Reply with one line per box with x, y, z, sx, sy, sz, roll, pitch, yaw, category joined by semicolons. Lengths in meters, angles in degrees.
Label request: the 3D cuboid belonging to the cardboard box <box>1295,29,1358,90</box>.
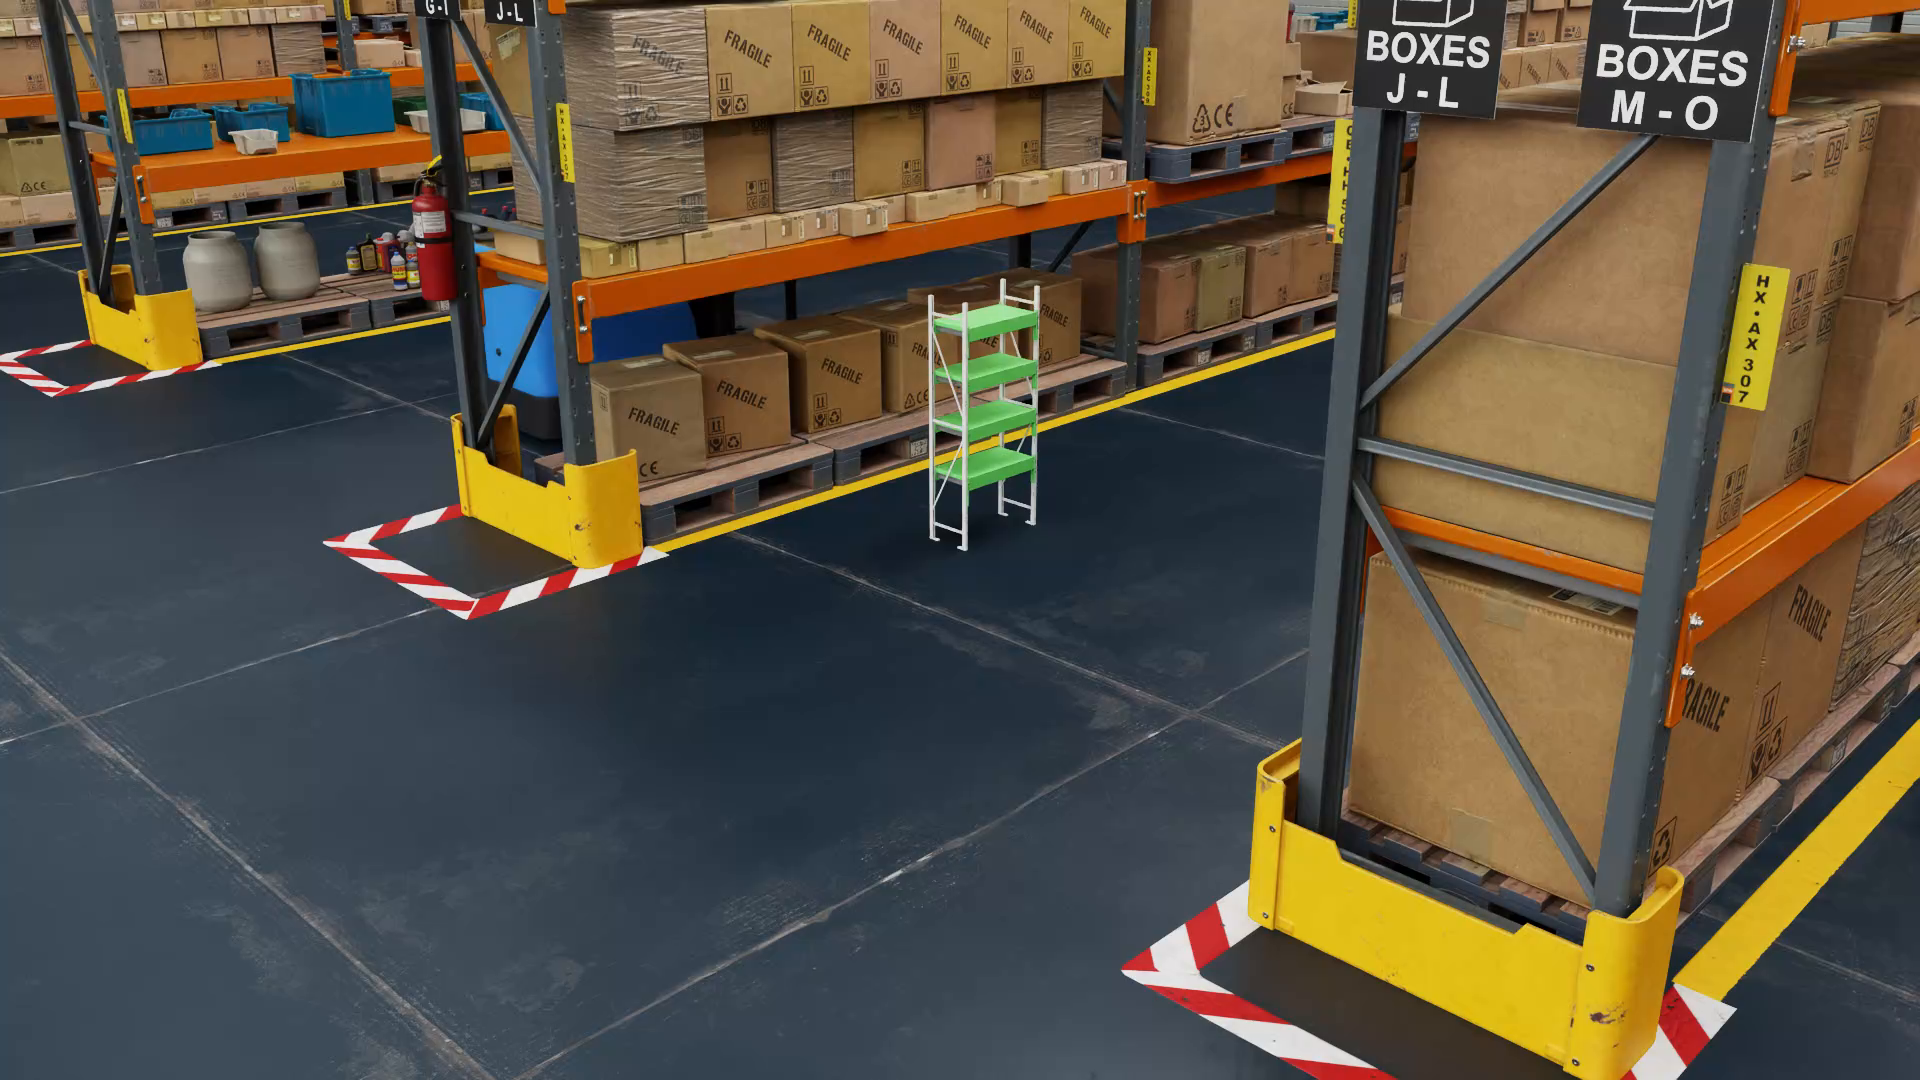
2.841;-3.408;12.035;0.500;0.500;0.700;-15;26;-34;cardboard box

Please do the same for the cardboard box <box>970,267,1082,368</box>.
0.408;-1.391;10.411;0.500;0.500;0.500;18;28;39;cardboard box

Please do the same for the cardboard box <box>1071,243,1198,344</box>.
1.160;-1.645;11.045;0.700;0.500;0.500;17;27;37;cardboard box

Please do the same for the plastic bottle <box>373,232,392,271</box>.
-4.460;-2.240;12.903;0.152;0.276;0.135;20;28;41;plastic bottle

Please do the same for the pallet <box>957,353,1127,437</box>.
0.273;-0.971;10.307;1.003;0.211;1.213;19;28;41;pallet

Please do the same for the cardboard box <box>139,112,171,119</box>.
-7.624;-3.899;16.241;0.500;0.500;0.500;19;28;41;cardboard box

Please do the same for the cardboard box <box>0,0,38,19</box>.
-8.435;-4.826;14.501;0.700;0.500;0.500;18;28;39;cardboard box

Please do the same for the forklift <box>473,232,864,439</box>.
-1.578;-2.360;10.130;3.031;2.935;1.130;-19;28;-40;forklift

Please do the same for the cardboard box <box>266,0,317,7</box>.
-6.684;-5.471;16.181;0.700;0.500;0.500;19;28;41;cardboard box

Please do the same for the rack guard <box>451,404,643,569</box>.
-2.021;-0.279;8.103;1.175;0.500;0.348;19;28;41;rack guard

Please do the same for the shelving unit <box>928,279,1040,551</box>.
0.115;-0.603;7.970;0.258;1.200;0.503;19;28;41;shelving unit

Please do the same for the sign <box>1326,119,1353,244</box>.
1.030;-0.949;4.419;0.100;0.325;0.005;19;28;41;sign

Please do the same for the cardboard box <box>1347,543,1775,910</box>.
1.835;0.446;5.109;0.875;0.875;0.875;19;28;41;cardboard box

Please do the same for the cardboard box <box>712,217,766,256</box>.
-1.172;-1.512;8.177;0.380;0.149;0.250;19;28;41;cardboard box

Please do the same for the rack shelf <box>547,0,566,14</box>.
-0.679;-3.005;8.533;1.077;0.370;4.000;19;28;41;rack shelf

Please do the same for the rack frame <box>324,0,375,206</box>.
-6.379;-4.935;16.732;1.000;3.000;0.127;19;28;41;rack frame

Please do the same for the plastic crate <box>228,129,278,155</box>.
-4.768;-2.692;11.266;0.298;0.136;0.250;19;28;41;plastic crate

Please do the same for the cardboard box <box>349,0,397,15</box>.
-7.832;-7.180;21.822;0.700;0.500;0.500;16;26;36;cardboard box

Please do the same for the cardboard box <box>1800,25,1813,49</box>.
8.585;-5.287;17.442;0.500;0.250;0.500;19;28;40;cardboard box

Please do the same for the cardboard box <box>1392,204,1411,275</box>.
3.054;-2.344;12.863;0.700;0.500;0.500;17;27;38;cardboard box

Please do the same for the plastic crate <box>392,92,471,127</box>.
-3.982;-3.317;12.818;0.450;0.188;0.662;19;28;41;plastic crate

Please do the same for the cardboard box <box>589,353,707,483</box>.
-1.627;-0.612;8.384;0.500;0.500;0.500;-14;25;-32;cardboard box

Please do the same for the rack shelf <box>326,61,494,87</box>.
-4.984;-5.113;18.199;1.077;0.370;4.000;19;28;41;rack shelf

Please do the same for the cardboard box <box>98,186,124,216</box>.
-7.941;-3.159;15.360;0.500;0.250;0.500;19;28;41;cardboard box

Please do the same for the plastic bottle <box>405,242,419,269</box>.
-4.261;-2.214;12.941;0.097;0.201;0.097;0;21;0;plastic bottle

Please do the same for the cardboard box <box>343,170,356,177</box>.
-6.297;-4.026;17.616;0.500;0.250;0.500;19;28;40;cardboard box

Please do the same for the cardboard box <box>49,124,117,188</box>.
-7.949;-3.512;15.233;0.500;0.500;0.500;19;28;41;cardboard box

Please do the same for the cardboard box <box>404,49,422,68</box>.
-5.614;-4.994;17.237;0.380;0.149;0.250;19;28;41;cardboard box

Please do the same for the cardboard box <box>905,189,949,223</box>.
-0.280;-1.826;8.996;0.380;0.149;0.250;19;28;41;cardboard box

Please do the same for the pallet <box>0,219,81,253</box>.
-8.666;-2.812;15.096;1.003;0.211;1.213;19;28;41;pallet

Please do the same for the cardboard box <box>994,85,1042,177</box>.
-0.016;-2.420;9.636;0.875;0.500;0.500;19;28;41;cardboard box

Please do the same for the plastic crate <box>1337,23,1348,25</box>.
4.887;-6.358;20.719;0.396;0.136;0.243;19;28;41;plastic crate

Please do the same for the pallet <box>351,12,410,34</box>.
-7.561;-6.902;22.119;1.213;0.211;1.003;19;28;41;pallet

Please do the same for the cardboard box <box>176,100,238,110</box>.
-9.429;-5.406;20.828;0.500;0.500;0.700;-19;28;-40;cardboard box

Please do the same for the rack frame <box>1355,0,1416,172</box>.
3.507;-3.483;12.954;1.000;3.000;0.127;19;28;41;rack frame

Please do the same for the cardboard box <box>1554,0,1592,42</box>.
4.948;-4.522;14.122;0.637;0.503;0.797;-19;28;-40;cardboard box

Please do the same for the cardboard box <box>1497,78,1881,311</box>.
2.013;-0.983;4.737;0.875;0.550;0.550;19;28;41;cardboard box

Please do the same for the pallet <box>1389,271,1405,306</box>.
2.960;-1.980;12.933;1.003;0.211;1.213;19;28;41;pallet

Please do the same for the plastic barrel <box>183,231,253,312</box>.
-5.219;-1.889;11.690;0.421;0.512;0.421;0;21;0;plastic barrel

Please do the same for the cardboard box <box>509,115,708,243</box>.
-1.671;-1.746;7.883;0.875;0.500;0.500;19;28;41;cardboard box

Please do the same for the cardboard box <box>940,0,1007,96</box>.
-0.098;-2.665;8.879;0.500;0.500;0.500;19;28;41;cardboard box

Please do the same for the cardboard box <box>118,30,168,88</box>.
-7.757;-4.469;15.380;0.500;0.500;0.700;-19;28;-40;cardboard box

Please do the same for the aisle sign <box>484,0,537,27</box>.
-1.903;-2.549;6.901;0.394;0.787;0.004;19;28;41;aisle sign

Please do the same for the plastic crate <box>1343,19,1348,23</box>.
4.848;-6.641;21.455;0.250;0.136;0.298;19;28;41;plastic crate

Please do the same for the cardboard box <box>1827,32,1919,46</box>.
3.917;-1.675;6.537;0.875;0.550;0.550;19;28;41;cardboard box

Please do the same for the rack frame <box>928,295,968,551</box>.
-0.055;-0.540;7.807;0.240;1.200;0.015;19;28;41;rack frame

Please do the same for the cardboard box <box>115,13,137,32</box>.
-7.668;-4.698;15.073;0.380;0.149;0.250;20;28;41;cardboard box

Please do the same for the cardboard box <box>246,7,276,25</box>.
-6.770;-5.030;15.936;0.380;0.149;0.250;18;28;39;cardboard box

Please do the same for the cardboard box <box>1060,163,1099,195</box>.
0.596;-2.146;9.828;0.380;0.149;0.250;19;28;41;cardboard box
